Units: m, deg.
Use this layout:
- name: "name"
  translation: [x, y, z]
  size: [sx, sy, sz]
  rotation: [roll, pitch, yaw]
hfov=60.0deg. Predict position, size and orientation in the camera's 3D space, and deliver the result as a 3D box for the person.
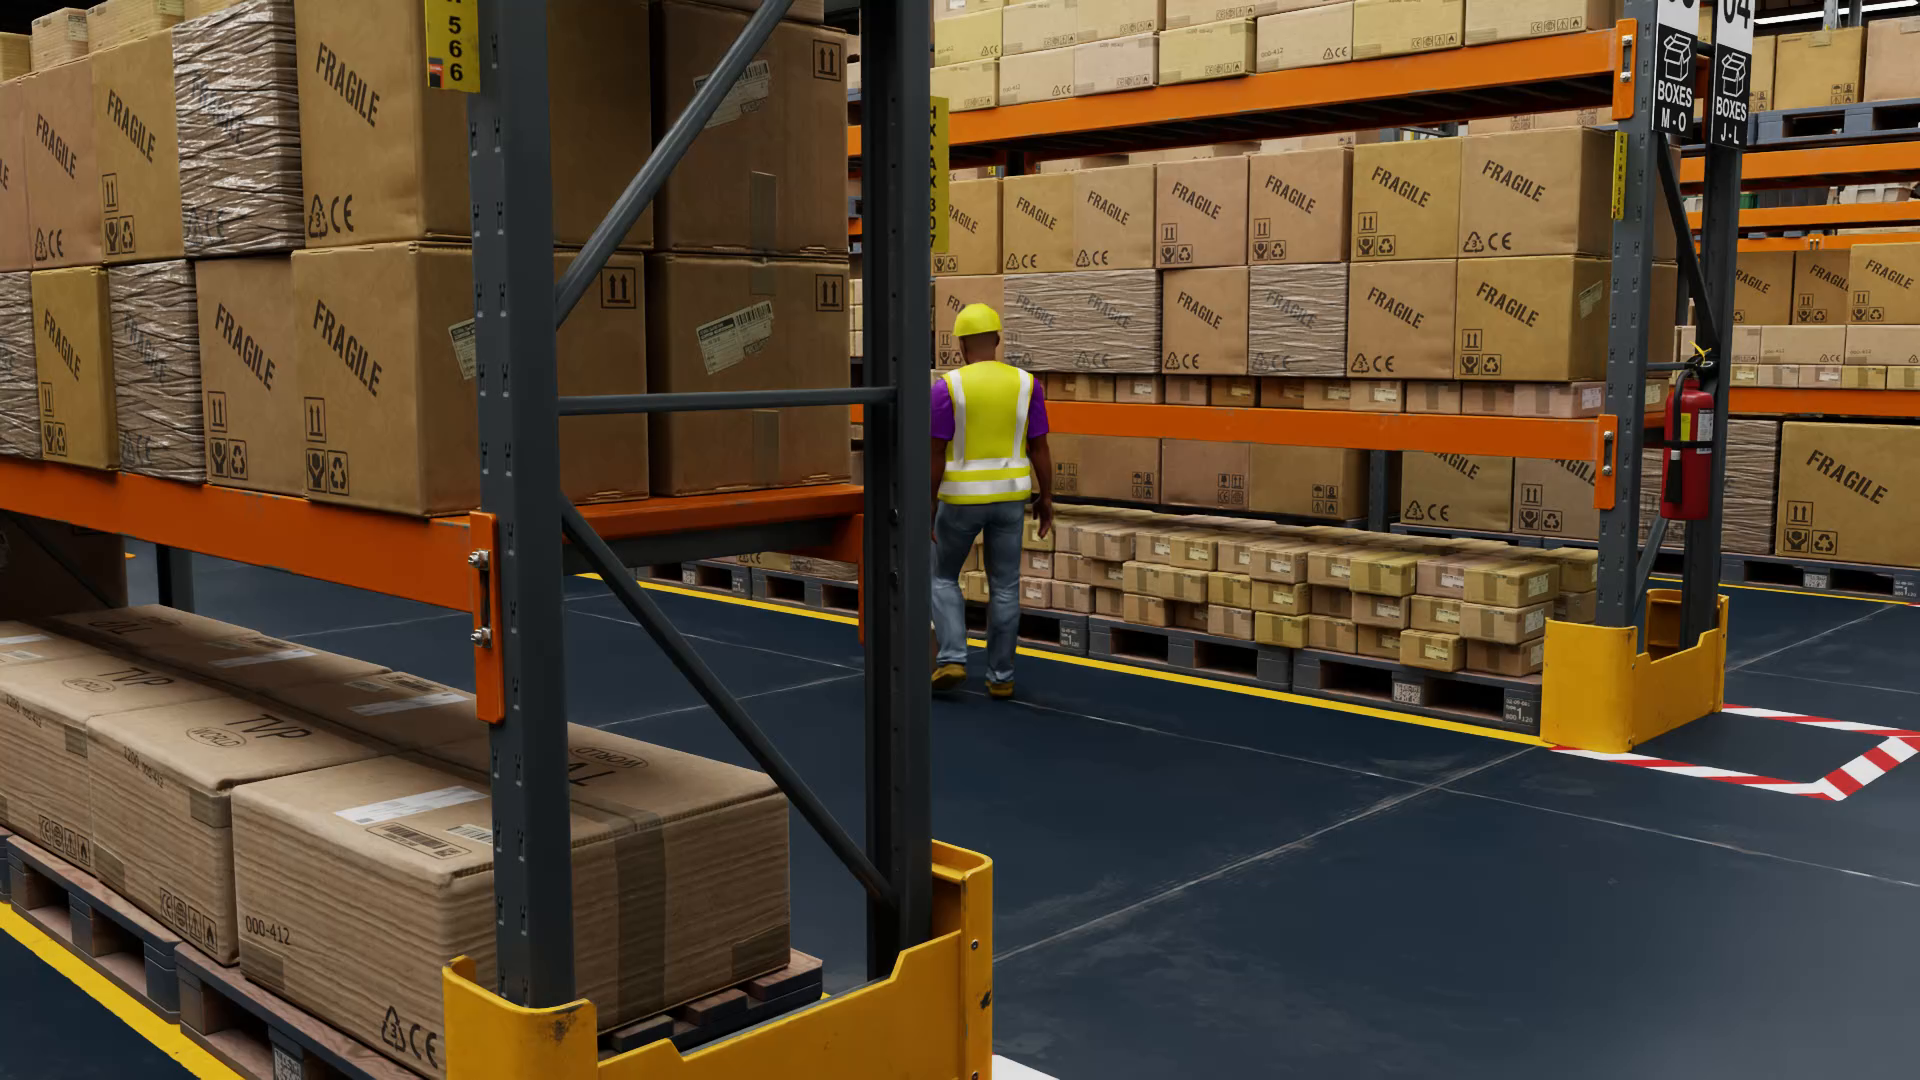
- name: "person"
  translation: [0.116, -0.178, 7.510]
  size: [0.612, 1.770, 0.425]
  rotation: [-1, 7, -12]
